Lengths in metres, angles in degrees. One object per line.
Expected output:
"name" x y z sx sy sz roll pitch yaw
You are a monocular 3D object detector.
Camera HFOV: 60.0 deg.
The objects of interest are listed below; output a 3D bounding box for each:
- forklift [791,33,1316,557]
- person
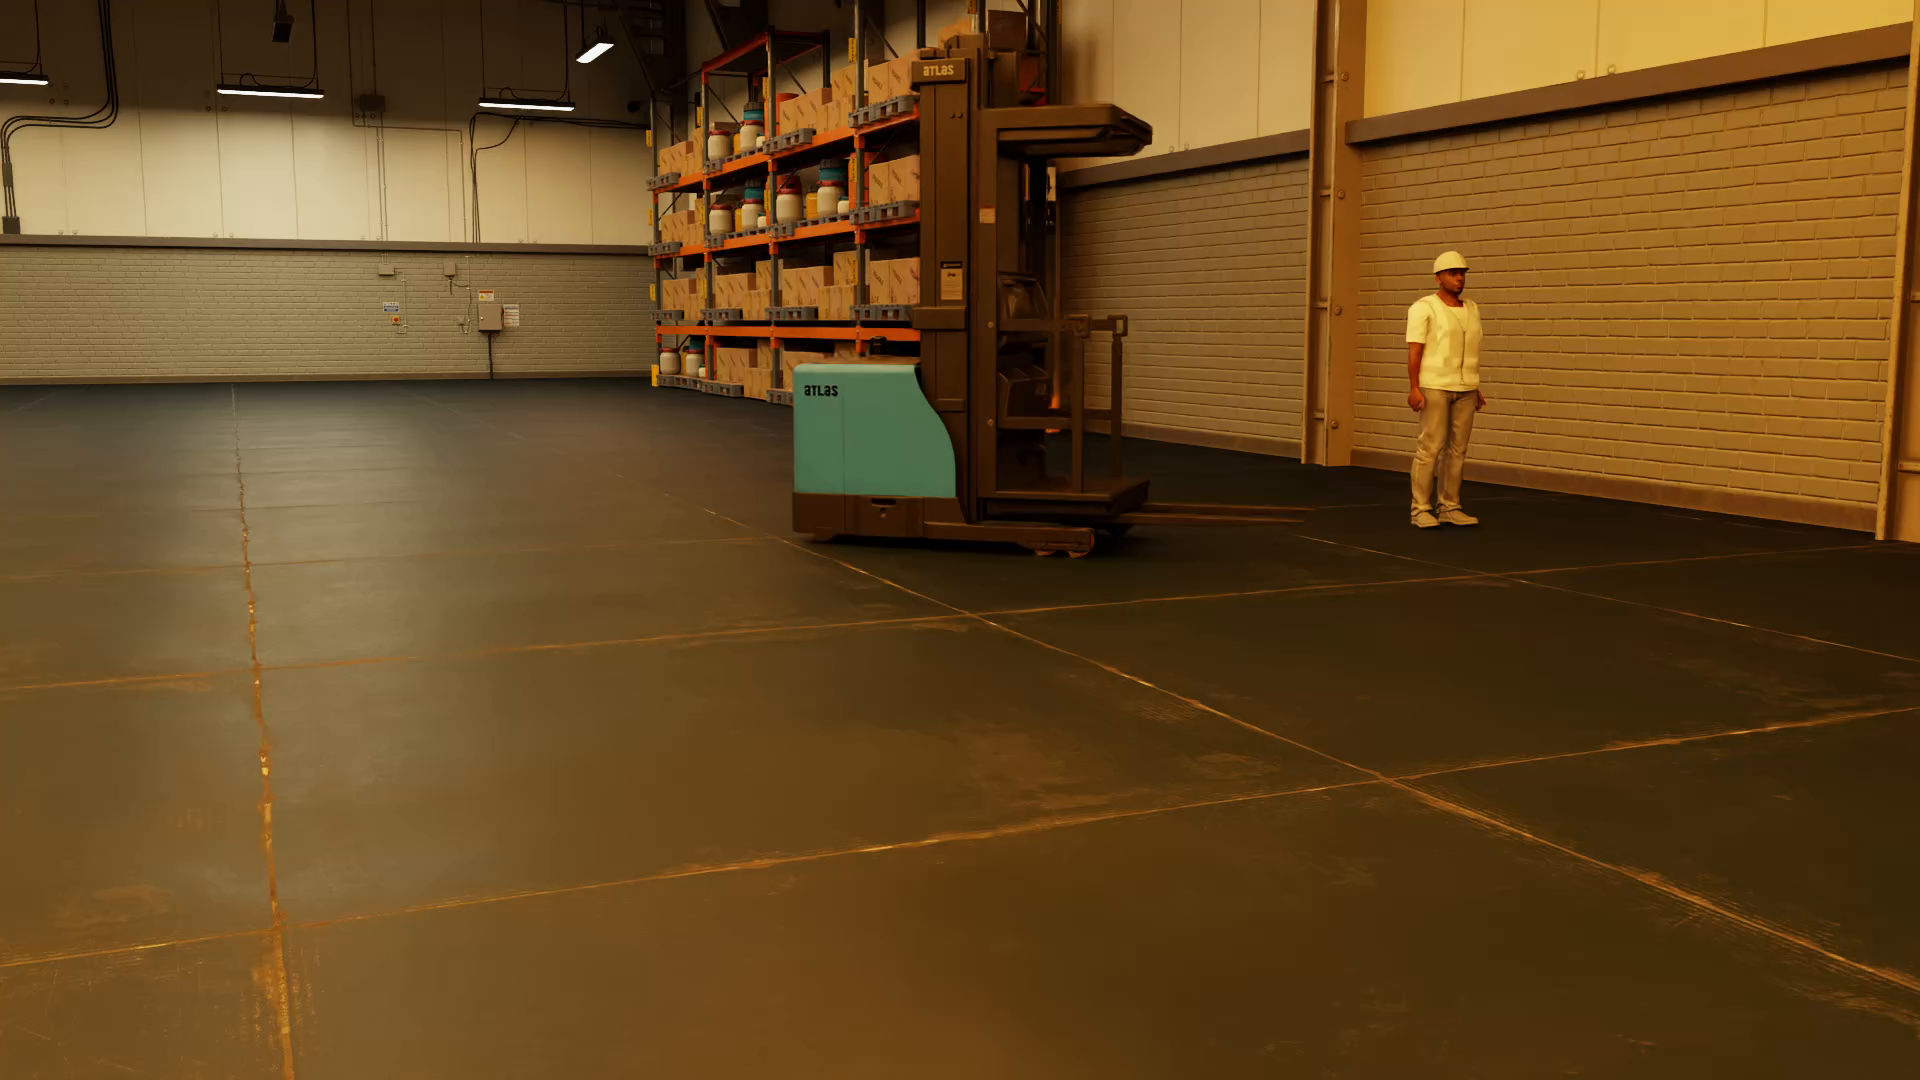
"forklift" 0.562 -1.433 9.807 3.031 2.935 1.130 2 8 18
"person" 3.159 -0.971 10.759 0.564 1.771 0.370 -3 8 -23
